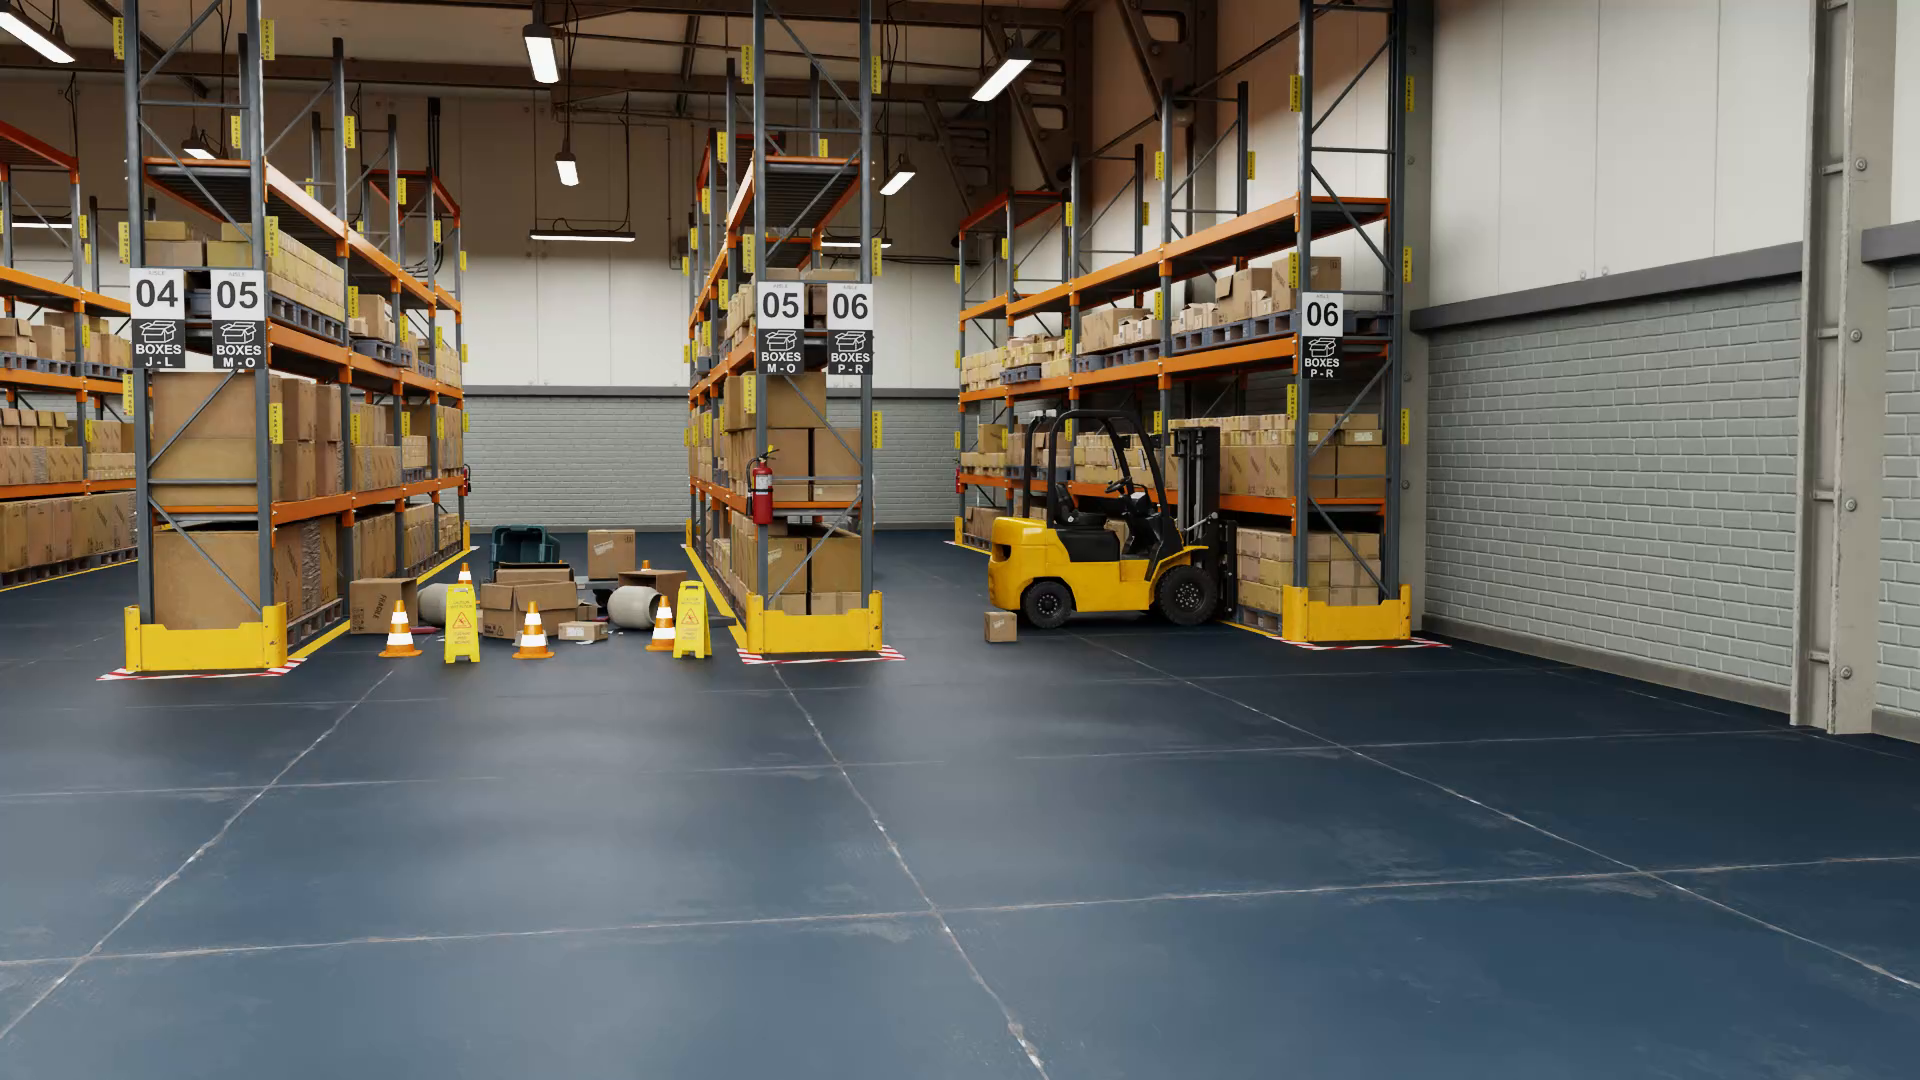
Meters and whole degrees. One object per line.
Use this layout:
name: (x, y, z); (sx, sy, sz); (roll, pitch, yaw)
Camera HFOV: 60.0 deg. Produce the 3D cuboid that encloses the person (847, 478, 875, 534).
person: (-1.514, -0.455, 24.987); (0.475, 1.628, 0.998); (-1, 3, -11)
